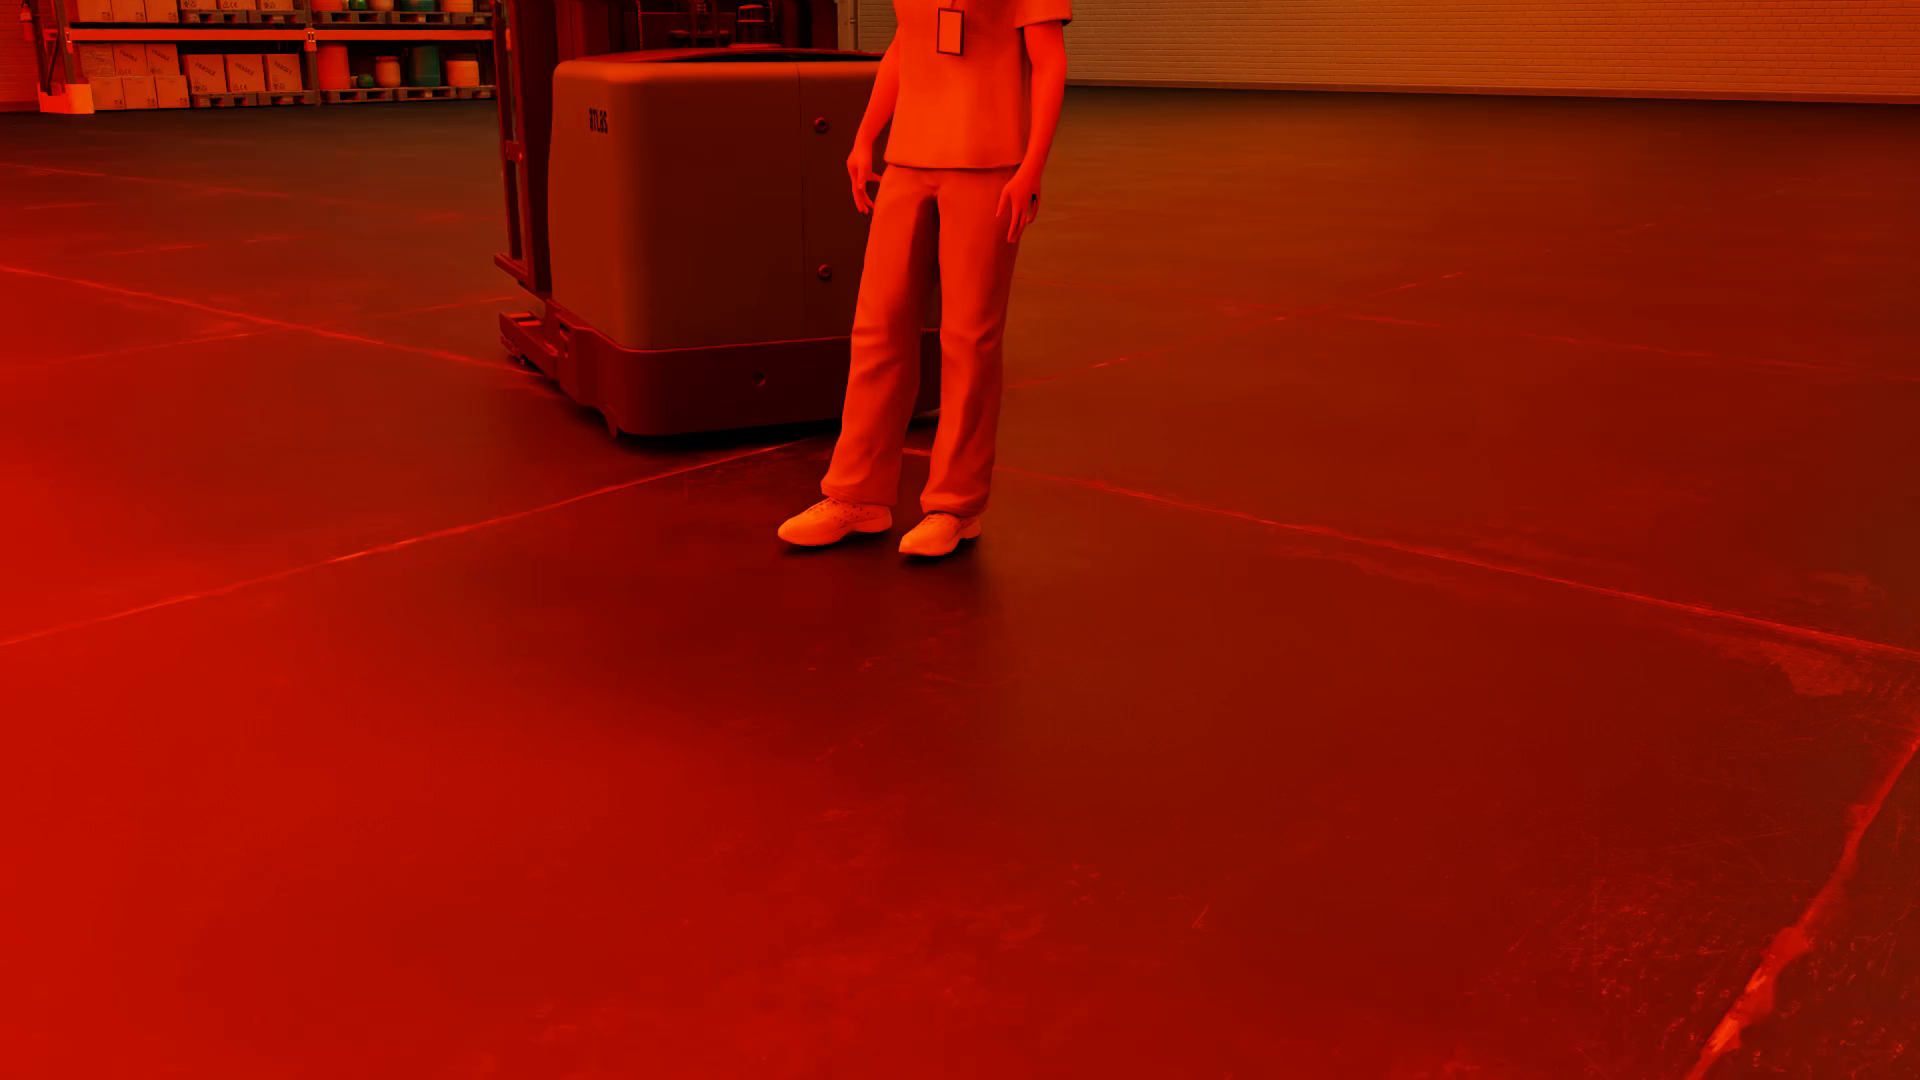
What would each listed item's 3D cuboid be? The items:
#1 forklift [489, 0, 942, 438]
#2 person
[{"bbox_3d":[-1.066,-2.077,5.739,1.130,2.935,3.031,-8,18,-24],"label":"forklift"},{"bbox_3d":[-0.057,-0.790,3.652,0.549,1.666,0.549,13,21,37],"label":"person"}]
